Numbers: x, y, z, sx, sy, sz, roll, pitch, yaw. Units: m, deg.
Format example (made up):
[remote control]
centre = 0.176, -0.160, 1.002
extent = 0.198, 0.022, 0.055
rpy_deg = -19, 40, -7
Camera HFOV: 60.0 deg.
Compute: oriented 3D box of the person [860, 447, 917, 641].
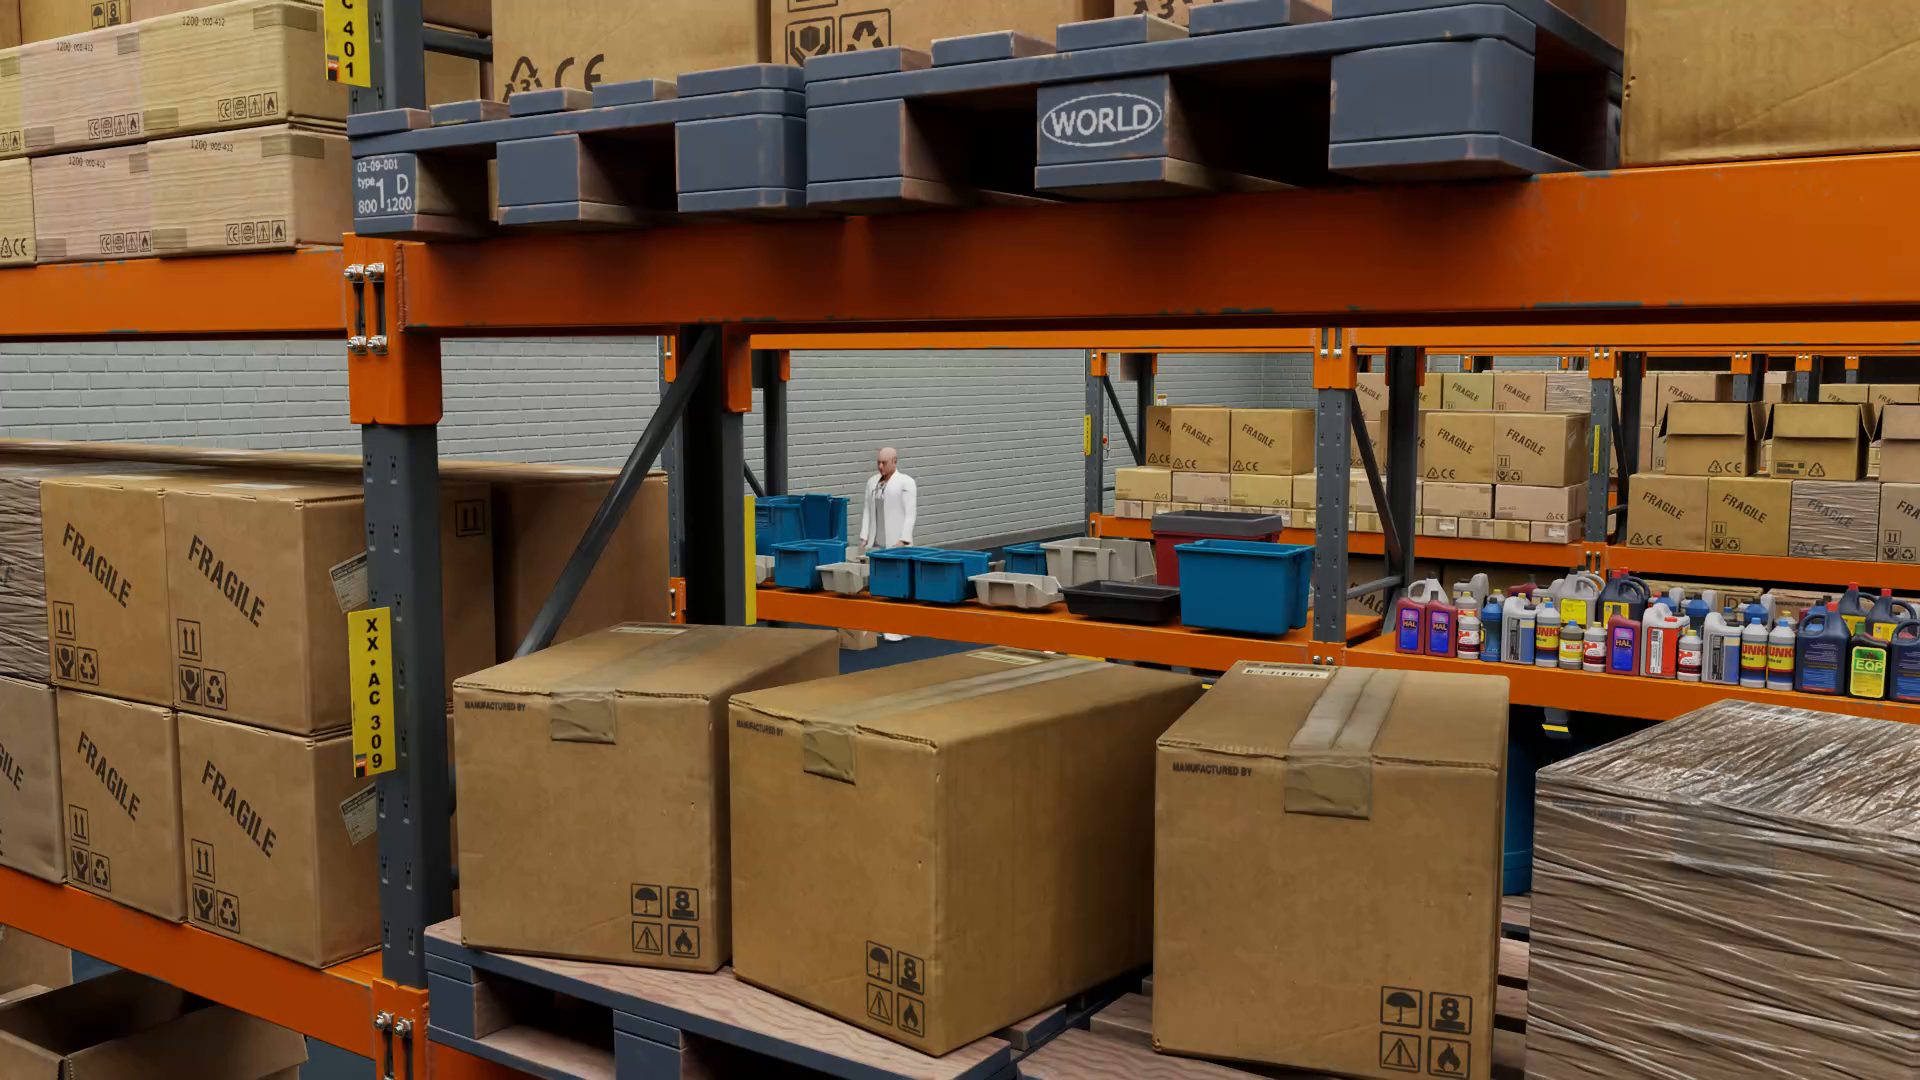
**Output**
[person]
centre = -0.692, 0.042, 15.298
extent = 0.576, 1.787, 0.508
rpy_deg = 4, 7, 34
